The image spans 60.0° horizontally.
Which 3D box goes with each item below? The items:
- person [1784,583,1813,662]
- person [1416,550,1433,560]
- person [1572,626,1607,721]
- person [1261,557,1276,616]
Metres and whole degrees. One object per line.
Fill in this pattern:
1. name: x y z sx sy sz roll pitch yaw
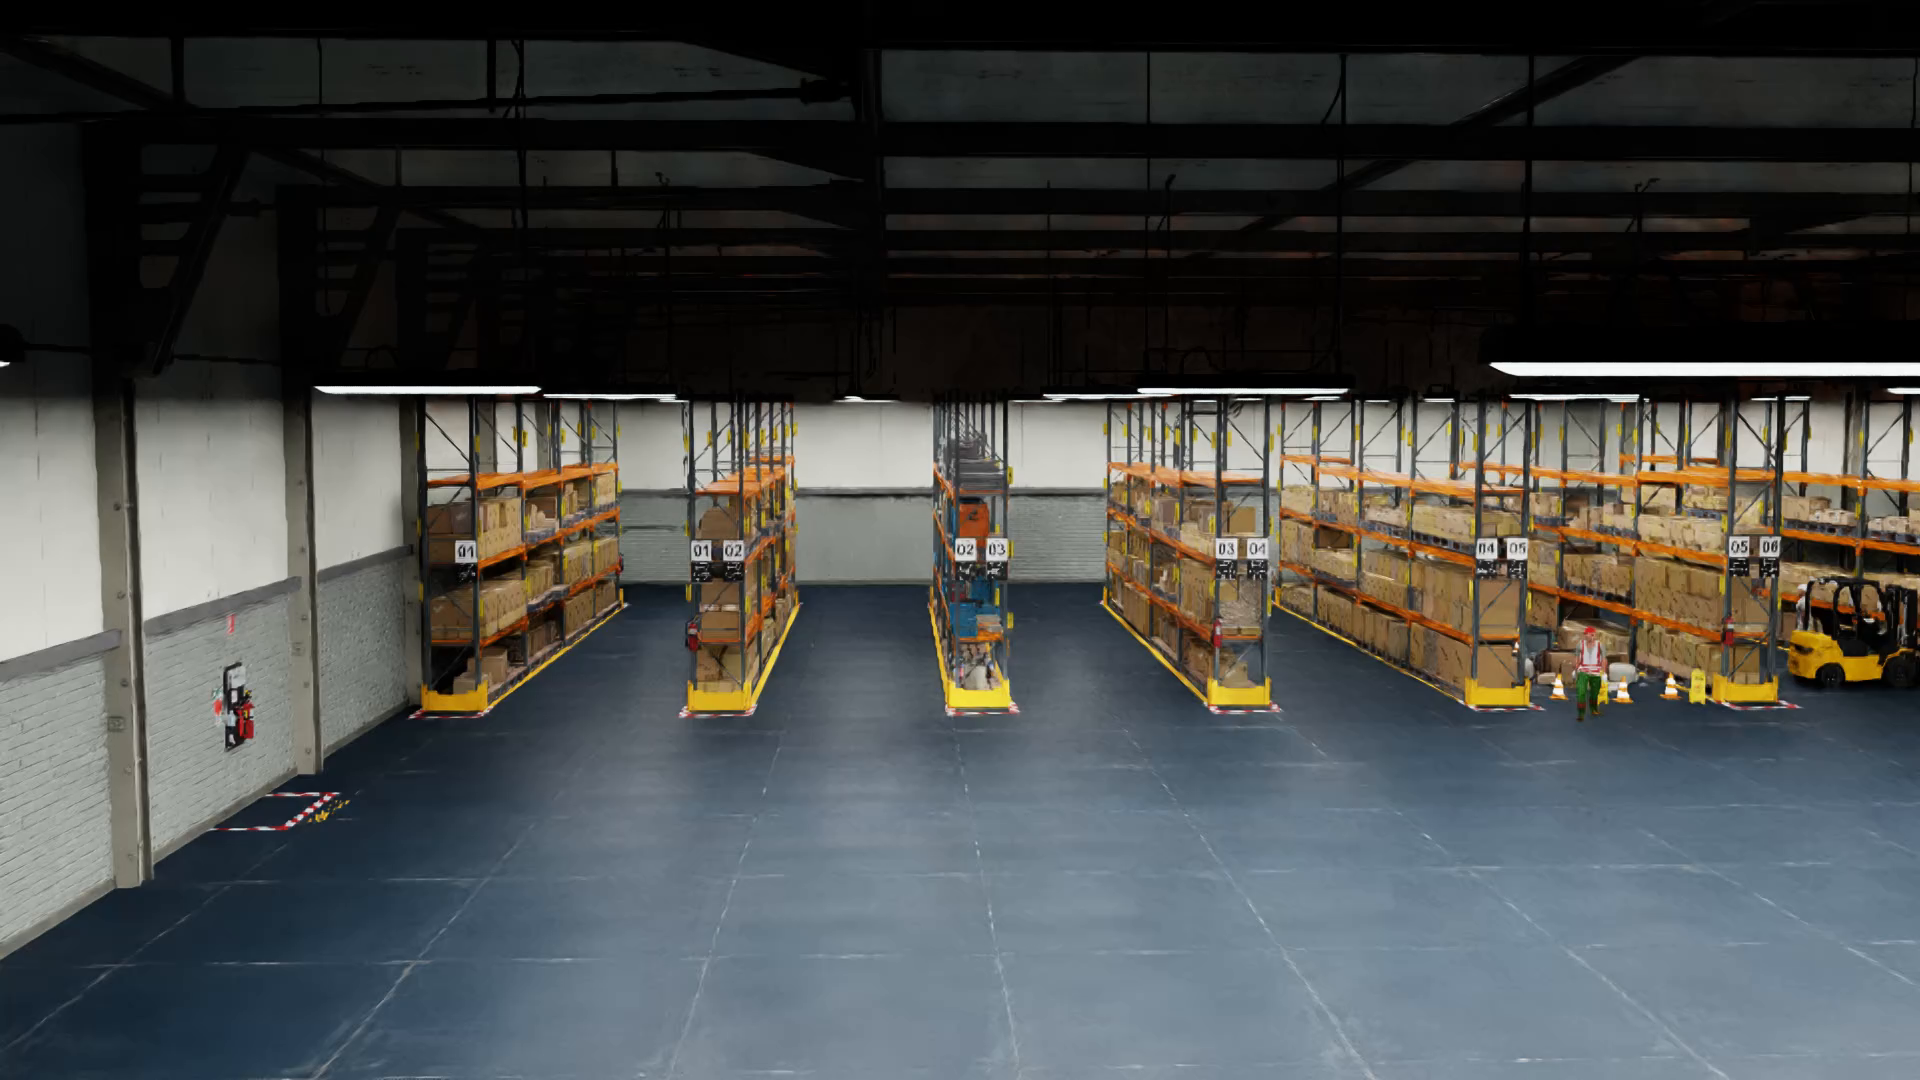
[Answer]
1. person: 18.461 1.841 36.511 0.576 1.785 0.658 2 5 22
2. person: 14.324 0.712 51.271 0.465 1.689 0.579 -4 6 -39
3. person: 11.435 2.404 30.192 0.585 1.734 0.987 1 5 18
4. person: 8.252 1.259 44.934 0.580 1.618 0.507 0 5 -4
